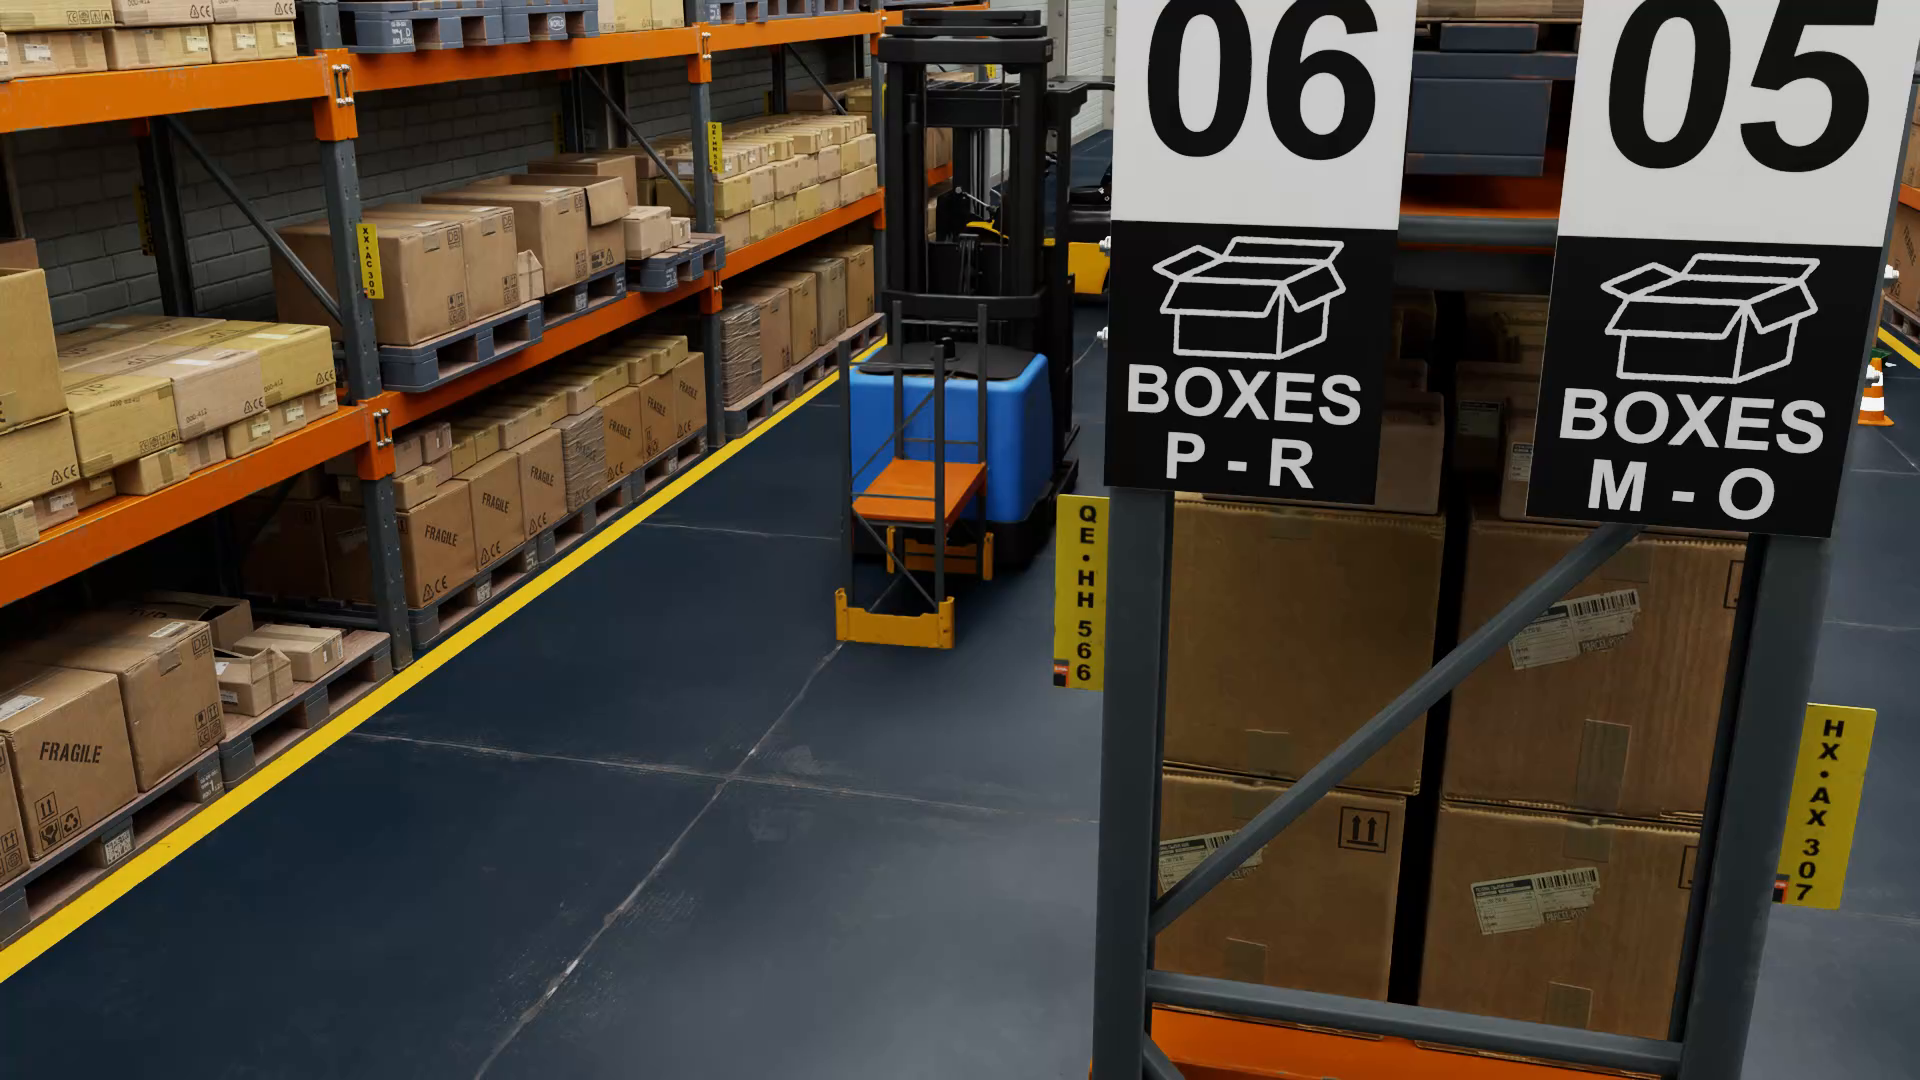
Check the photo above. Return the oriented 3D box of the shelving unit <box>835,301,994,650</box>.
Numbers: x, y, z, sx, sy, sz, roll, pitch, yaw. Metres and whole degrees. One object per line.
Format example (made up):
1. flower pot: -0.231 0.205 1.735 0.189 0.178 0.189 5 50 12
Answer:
1. shelving unit: -0.215 -0.360 8.422 0.587 1.500 1.083 4 19 11

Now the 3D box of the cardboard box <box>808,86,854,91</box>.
1. cardboard box: -1.221 -4.220 15.783 0.380 0.149 0.250 4 19 12

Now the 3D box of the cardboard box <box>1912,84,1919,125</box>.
1. cardboard box: 9.015 -3.986 14.814 0.875 0.550 0.550 5 19 13

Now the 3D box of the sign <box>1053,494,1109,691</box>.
1. sign: 0.200 0.087 2.635 0.100 0.325 0.005 5 19 13

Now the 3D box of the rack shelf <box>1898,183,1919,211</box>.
1. rack shelf: 8.968 -2.894 14.634 1.077 0.370 4.000 5 19 13

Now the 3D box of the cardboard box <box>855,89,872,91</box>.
1. cardboard box: -0.764 -4.099 15.430 0.380 0.149 0.250 4 19 12

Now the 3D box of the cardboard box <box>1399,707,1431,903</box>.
1. cardboard box: 1.215 0.458 3.551 0.500 0.500 0.500 4 19 13

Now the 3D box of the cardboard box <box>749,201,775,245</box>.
1. cardboard box: -1.663 -2.310 12.043 0.500 0.250 0.500 4 19 12

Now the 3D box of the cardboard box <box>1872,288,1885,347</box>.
1. cardboard box: 7.864 -1.994 14.748 0.500 0.500 0.500 8 21 23

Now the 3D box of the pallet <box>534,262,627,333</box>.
1. pallet: -2.607 -1.404 9.453 1.003 0.211 1.213 5 19 13

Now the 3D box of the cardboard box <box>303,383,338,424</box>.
1. cardboard box: -2.947 -0.612 7.227 0.380 0.149 0.250 5 19 14

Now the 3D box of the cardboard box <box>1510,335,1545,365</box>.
1. cardboard box: 1.248 -0.283 3.170 0.380 0.149 0.250 5 20 15

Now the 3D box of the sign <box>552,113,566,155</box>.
1. sign: -2.676 -2.695 11.146 0.100 0.325 0.005 5 19 13

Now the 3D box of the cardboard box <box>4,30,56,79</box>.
1. cardboard box: -3.266 -1.618 5.531 0.380 0.149 0.250 5 19 14

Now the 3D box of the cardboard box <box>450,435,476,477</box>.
1. cardboard box: -2.724 -0.439 8.546 0.380 0.149 0.250 4 19 11

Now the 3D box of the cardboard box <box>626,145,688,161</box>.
1. cardboard box: -2.175 -2.744 11.921 0.380 0.149 0.250 5 19 13

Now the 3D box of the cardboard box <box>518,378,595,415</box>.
1. cardboard box: -2.363 -0.839 9.717 0.380 0.149 0.250 4 19 11

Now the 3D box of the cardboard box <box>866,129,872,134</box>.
1. cardboard box: -0.798 -3.524 15.209 0.500 0.500 0.500 4 19 12

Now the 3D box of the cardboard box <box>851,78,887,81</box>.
1. cardboard box: -0.893 -4.620 16.954 0.380 0.149 0.250 4 19 12

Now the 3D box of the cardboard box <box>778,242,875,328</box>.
1. cardboard box: -1.276 -2.269 14.713 0.875 0.625 0.625 6 20 16

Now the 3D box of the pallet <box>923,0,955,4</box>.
1. pallet: -0.676 -5.386 16.312 1.003 0.211 1.213 5 19 13

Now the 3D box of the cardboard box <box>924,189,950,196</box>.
1. cardboard box: -0.225 -3.494 17.334 0.500 0.250 0.500 5 19 14

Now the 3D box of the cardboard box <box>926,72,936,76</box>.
1. cardboard box: -0.471 -5.018 18.121 0.380 0.149 0.250 4 19 12

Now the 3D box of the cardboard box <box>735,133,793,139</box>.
1. cardboard box: -1.498 -3.030 12.759 0.380 0.149 0.250 5 19 13

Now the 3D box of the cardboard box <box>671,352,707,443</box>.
1. cardboard box: -2.031 -0.971 11.106 0.500 0.500 0.500 5 20 15

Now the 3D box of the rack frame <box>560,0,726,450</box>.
1. rack frame: -2.137 -2.104 11.208 1.000 3.000 0.127 5 19 13

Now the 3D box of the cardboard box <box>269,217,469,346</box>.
1. cardboard box: -2.779 -1.231 7.845 0.700 0.500 0.500 5 20 15

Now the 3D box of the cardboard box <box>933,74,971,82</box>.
1. cardboard box: -0.095 -4.898 17.769 0.380 0.149 0.250 5 19 13

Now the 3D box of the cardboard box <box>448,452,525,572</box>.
1. cardboard box: -2.657 -0.168 8.756 0.500 0.500 0.500 4 19 13

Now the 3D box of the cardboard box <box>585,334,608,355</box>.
1. cardboard box: -2.566 -1.288 11.032 0.380 0.149 0.250 6 20 16

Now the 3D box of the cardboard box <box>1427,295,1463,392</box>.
1. cardboard box: 1.475 -0.335 4.327 0.500 0.500 0.500 5 19 14

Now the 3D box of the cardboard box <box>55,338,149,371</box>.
1. cardboard box: -3.612 -0.629 6.659 0.500 0.250 0.500 4 19 13

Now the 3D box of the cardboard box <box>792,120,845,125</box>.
1. cardboard box: -1.184 -3.433 13.939 0.380 0.149 0.250 5 19 13

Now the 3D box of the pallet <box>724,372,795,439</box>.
1. pallet: -1.898 -1.040 12.405 1.003 0.211 1.213 5 19 13

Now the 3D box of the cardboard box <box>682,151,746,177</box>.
1. cardboard box: -1.709 -2.619 11.556 0.380 0.149 0.250 5 20 15

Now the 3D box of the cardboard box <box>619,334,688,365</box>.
1. cardboard box: -2.012 -1.252 10.927 0.380 0.149 0.250 4 19 11

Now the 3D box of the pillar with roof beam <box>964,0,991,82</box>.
1. pillar with roof beam: 4.414 -8.844 21.659 9.100 9.000 0.400 5 19 13

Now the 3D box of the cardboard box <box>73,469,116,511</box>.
1. cardboard box: -3.327 -0.211 6.052 0.380 0.149 0.250 5 19 14

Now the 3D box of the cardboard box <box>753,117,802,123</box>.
1. cardboard box: -1.570 -3.539 14.250 0.380 0.149 0.250 4 19 12

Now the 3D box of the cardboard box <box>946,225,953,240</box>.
1. cardboard box: -0.362 -3.092 16.931 0.500 0.250 0.500 5 19 13

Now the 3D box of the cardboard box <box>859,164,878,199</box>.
1. cardboard box: -1.029 -3.108 14.380 0.500 0.250 0.500 5 20 15

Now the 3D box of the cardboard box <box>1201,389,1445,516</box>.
1. cardboard box: 0.616 -0.162 2.815 0.380 0.149 0.250 5 19 14

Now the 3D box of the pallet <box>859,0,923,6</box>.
1. pallet: -0.976 -5.005 15.196 1.003 0.211 1.213 5 19 13

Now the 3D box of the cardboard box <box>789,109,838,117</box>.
1. cardboard box: -1.330 -3.833 15.112 0.380 0.149 0.250 5 19 13

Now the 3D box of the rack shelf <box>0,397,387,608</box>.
1. rack shelf: -3.603 0.117 5.818 1.077 0.370 4.000 5 19 13

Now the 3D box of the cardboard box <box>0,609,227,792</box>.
1. cardboard box: -3.350 0.613 6.470 0.700 0.500 0.500 4 19 11

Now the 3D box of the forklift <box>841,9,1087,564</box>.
1. forklift: 0.152 -1.694 10.113 1.130 2.935 3.031 4 19 11

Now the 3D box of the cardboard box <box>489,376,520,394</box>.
1. cardboard box: -2.830 -0.879 9.833 0.380 0.149 0.250 5 19 14

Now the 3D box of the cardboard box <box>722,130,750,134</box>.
1. cardboard box: -1.871 -3.145 13.096 0.380 0.149 0.250 5 19 14

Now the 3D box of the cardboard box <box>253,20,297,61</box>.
1. cardboard box: -2.915 -2.015 6.695 0.380 0.149 0.250 5 19 13

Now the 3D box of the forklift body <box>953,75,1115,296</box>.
1. forklift body: 1.124 -3.472 16.524 2.313 2.155 1.214 5 19 13

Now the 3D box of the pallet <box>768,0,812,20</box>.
1. pallet: -1.787 -4.005 12.424 1.003 0.211 1.213 6 20 16

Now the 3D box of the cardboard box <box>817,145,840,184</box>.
1. cardboard box: -1.281 -3.028 13.370 0.500 0.250 0.500 5 19 14

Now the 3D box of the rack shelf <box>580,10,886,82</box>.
1. rack shelf: -1.648 -3.810 12.674 1.077 0.370 4.000 5 19 13

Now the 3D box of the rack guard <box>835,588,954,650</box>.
1. rack guard: -0.320 0.389 8.163 0.587 0.250 0.087 4 19 11

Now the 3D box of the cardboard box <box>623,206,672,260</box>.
1. cardboard box: -2.080 -1.876 10.121 0.500 0.250 0.500 4 19 11
